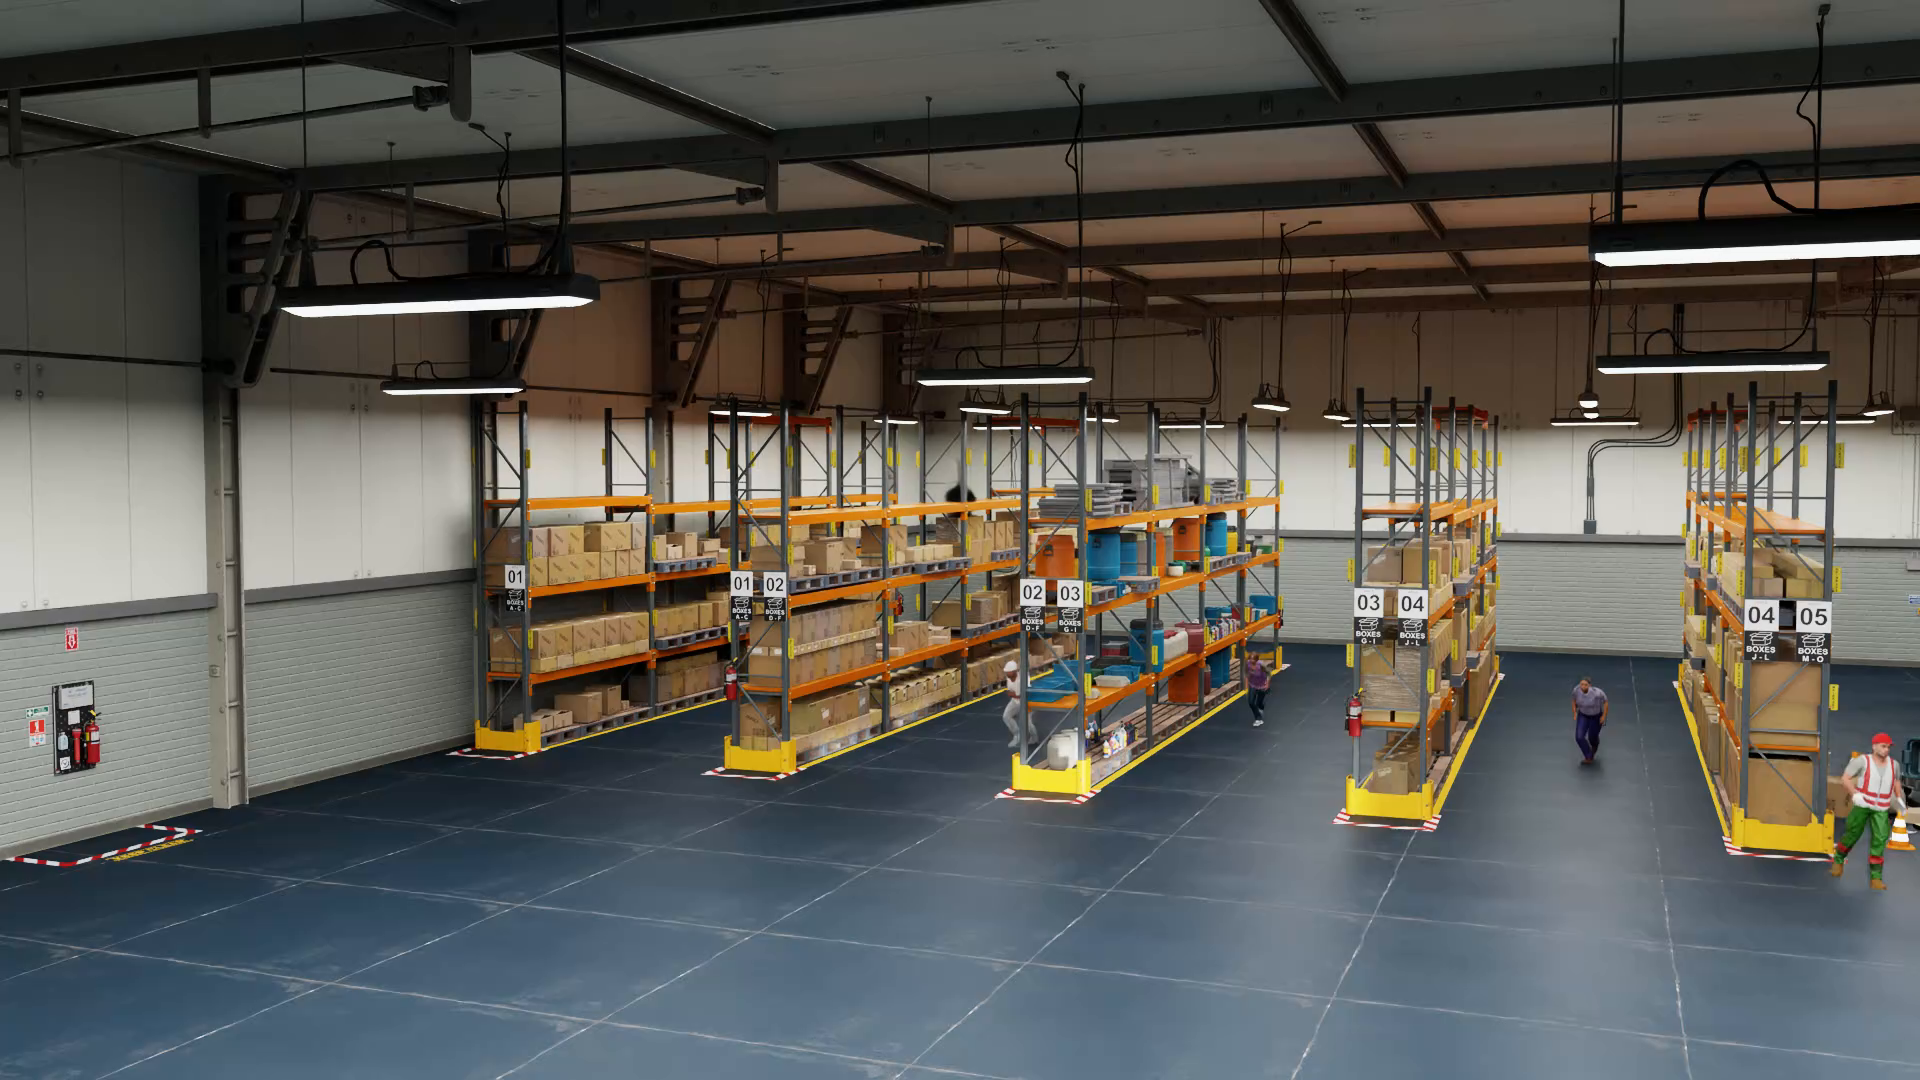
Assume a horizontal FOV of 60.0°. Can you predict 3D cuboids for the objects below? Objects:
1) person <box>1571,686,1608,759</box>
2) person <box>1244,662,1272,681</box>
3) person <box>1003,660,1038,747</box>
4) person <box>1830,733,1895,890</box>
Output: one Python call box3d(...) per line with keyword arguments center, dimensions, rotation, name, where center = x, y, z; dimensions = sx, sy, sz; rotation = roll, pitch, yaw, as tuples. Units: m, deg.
box3d(center=(10.402, 2.978, 27.392), dimensions=(0.582, 1.256, 0.778), rotation=(2, 3, 35), name="person")
box3d(center=(5.582, 2.511, 31.169), dimensions=(0.544, 0.513, 0.433), rotation=(1, 3, 25), name="person")
box3d(center=(1.110, 2.808, 28.660), dimensions=(0.621, 1.534, 1.032), rotation=(2, 4, 42), name="person")
box3d(center=(10.599, 3.125, 19.400), dimensions=(0.544, 1.765, 0.960), rotation=(0, 3, 7), name="person")
